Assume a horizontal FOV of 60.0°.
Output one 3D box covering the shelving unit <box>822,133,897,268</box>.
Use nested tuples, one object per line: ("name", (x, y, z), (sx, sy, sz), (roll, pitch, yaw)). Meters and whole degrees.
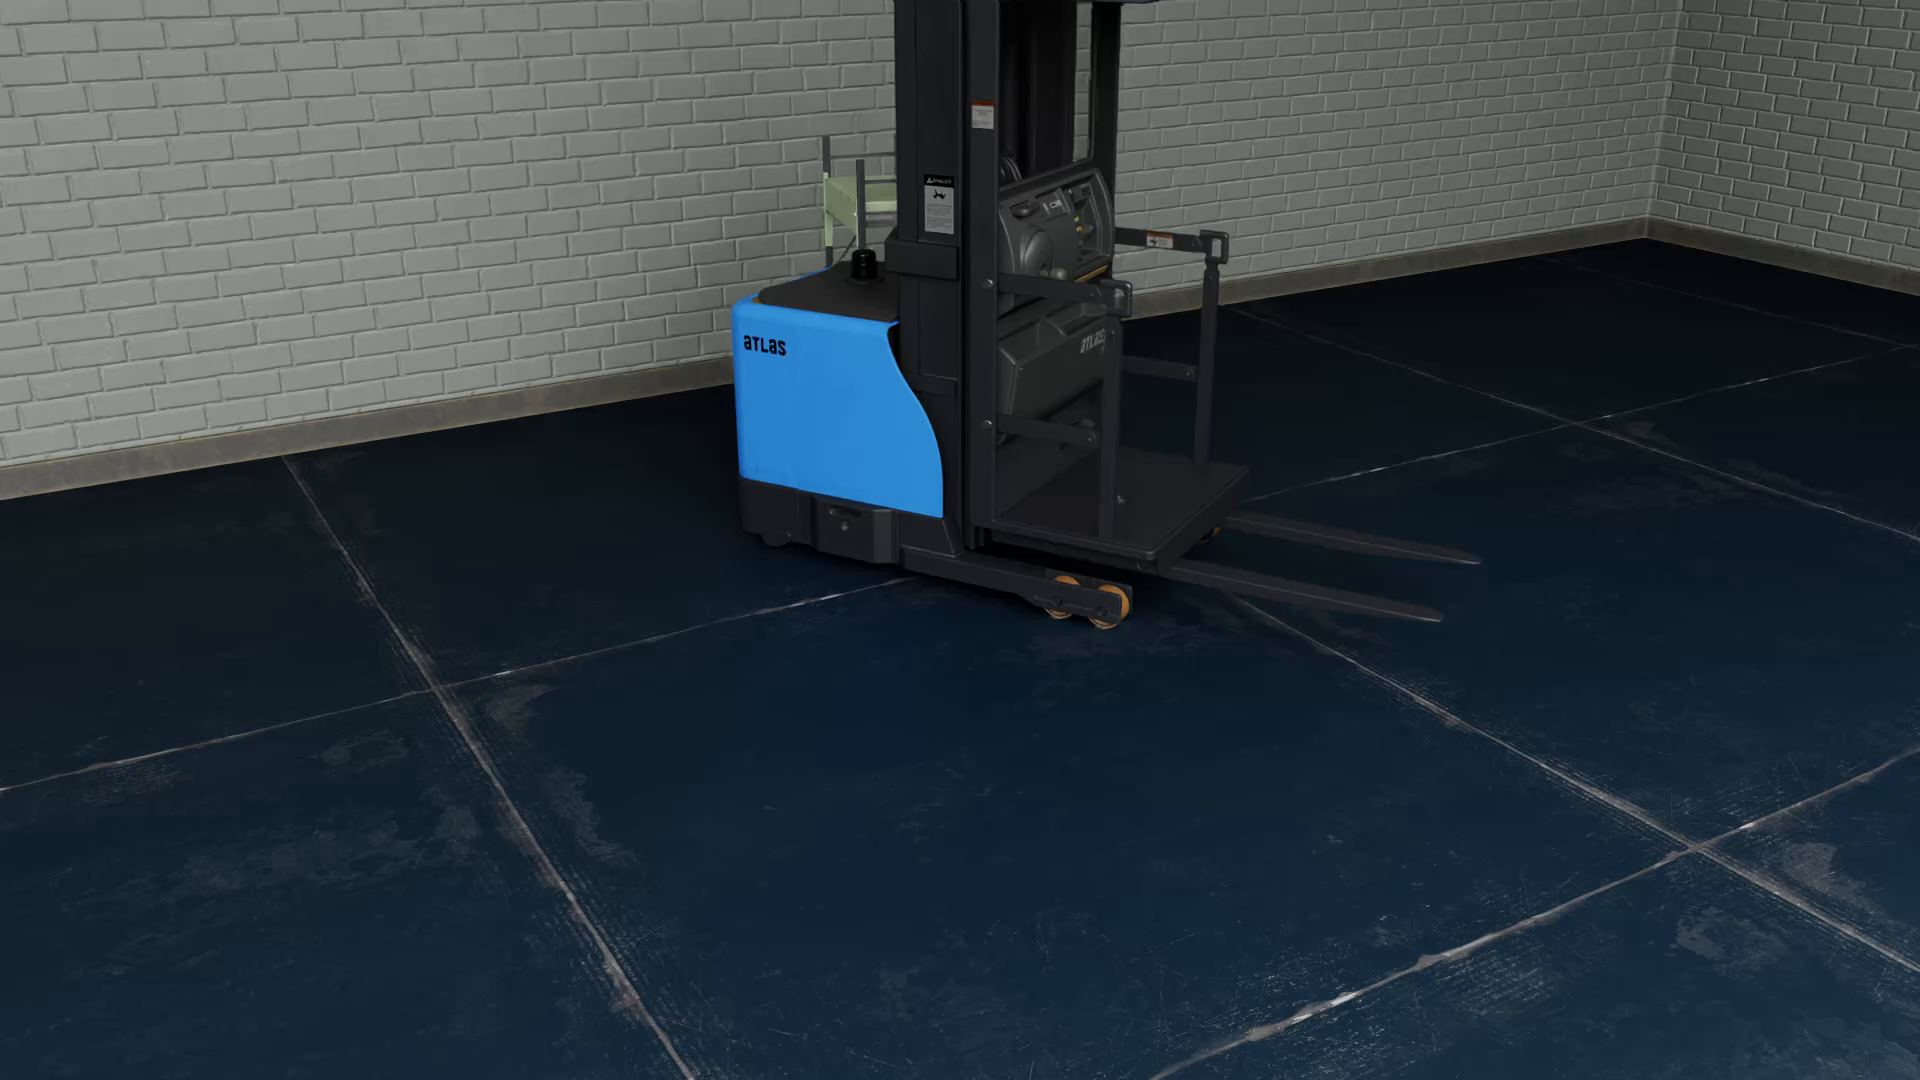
("shelving unit", (-0.386, -1.198, 8.267), (0.431, 1.500, 0.755), (-6, 23, -15))

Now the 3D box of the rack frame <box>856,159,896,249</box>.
("rack frame", (-0.282, -1.066, 7.942), (0.400, 1.500, 0.023), (-6, 23, -15))

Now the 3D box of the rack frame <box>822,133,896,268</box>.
("rack frame", (-0.491, -1.330, 8.592), (0.400, 1.500, 0.023), (-6, 23, -15))

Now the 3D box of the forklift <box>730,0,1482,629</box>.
("forklift", (0.568, -1.242, 6.476), (3.031, 2.935, 1.130), (12, 25, 27))

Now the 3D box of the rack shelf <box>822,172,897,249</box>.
("rack shelf", (-0.386, -1.560, 8.120), (0.431, 0.370, 0.720), (-6, 23, -15))
